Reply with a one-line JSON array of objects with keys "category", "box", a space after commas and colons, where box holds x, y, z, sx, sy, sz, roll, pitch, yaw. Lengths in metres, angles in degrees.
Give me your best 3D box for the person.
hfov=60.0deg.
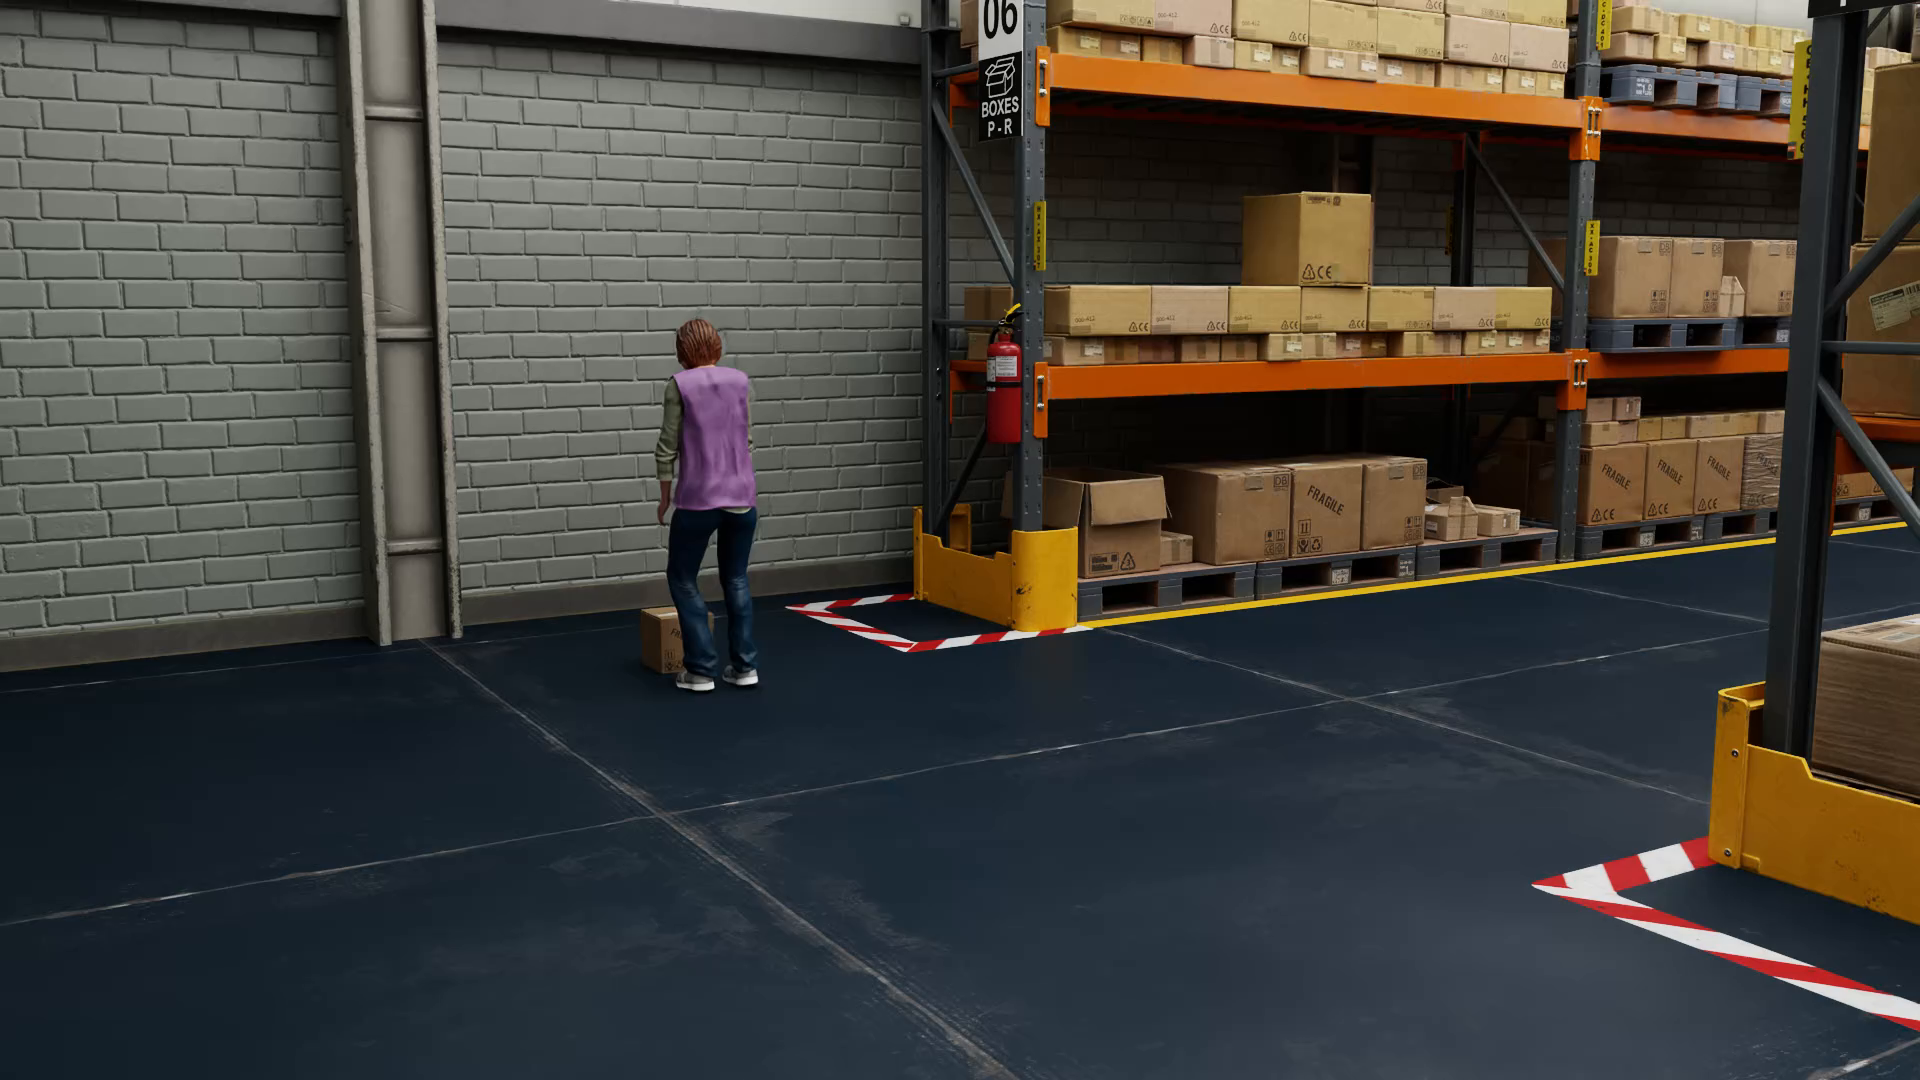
[{"category": "person", "box": [-1.069, -0.102, 6.993, 0.444, 1.483, 0.476, -5, 10, -30]}]
